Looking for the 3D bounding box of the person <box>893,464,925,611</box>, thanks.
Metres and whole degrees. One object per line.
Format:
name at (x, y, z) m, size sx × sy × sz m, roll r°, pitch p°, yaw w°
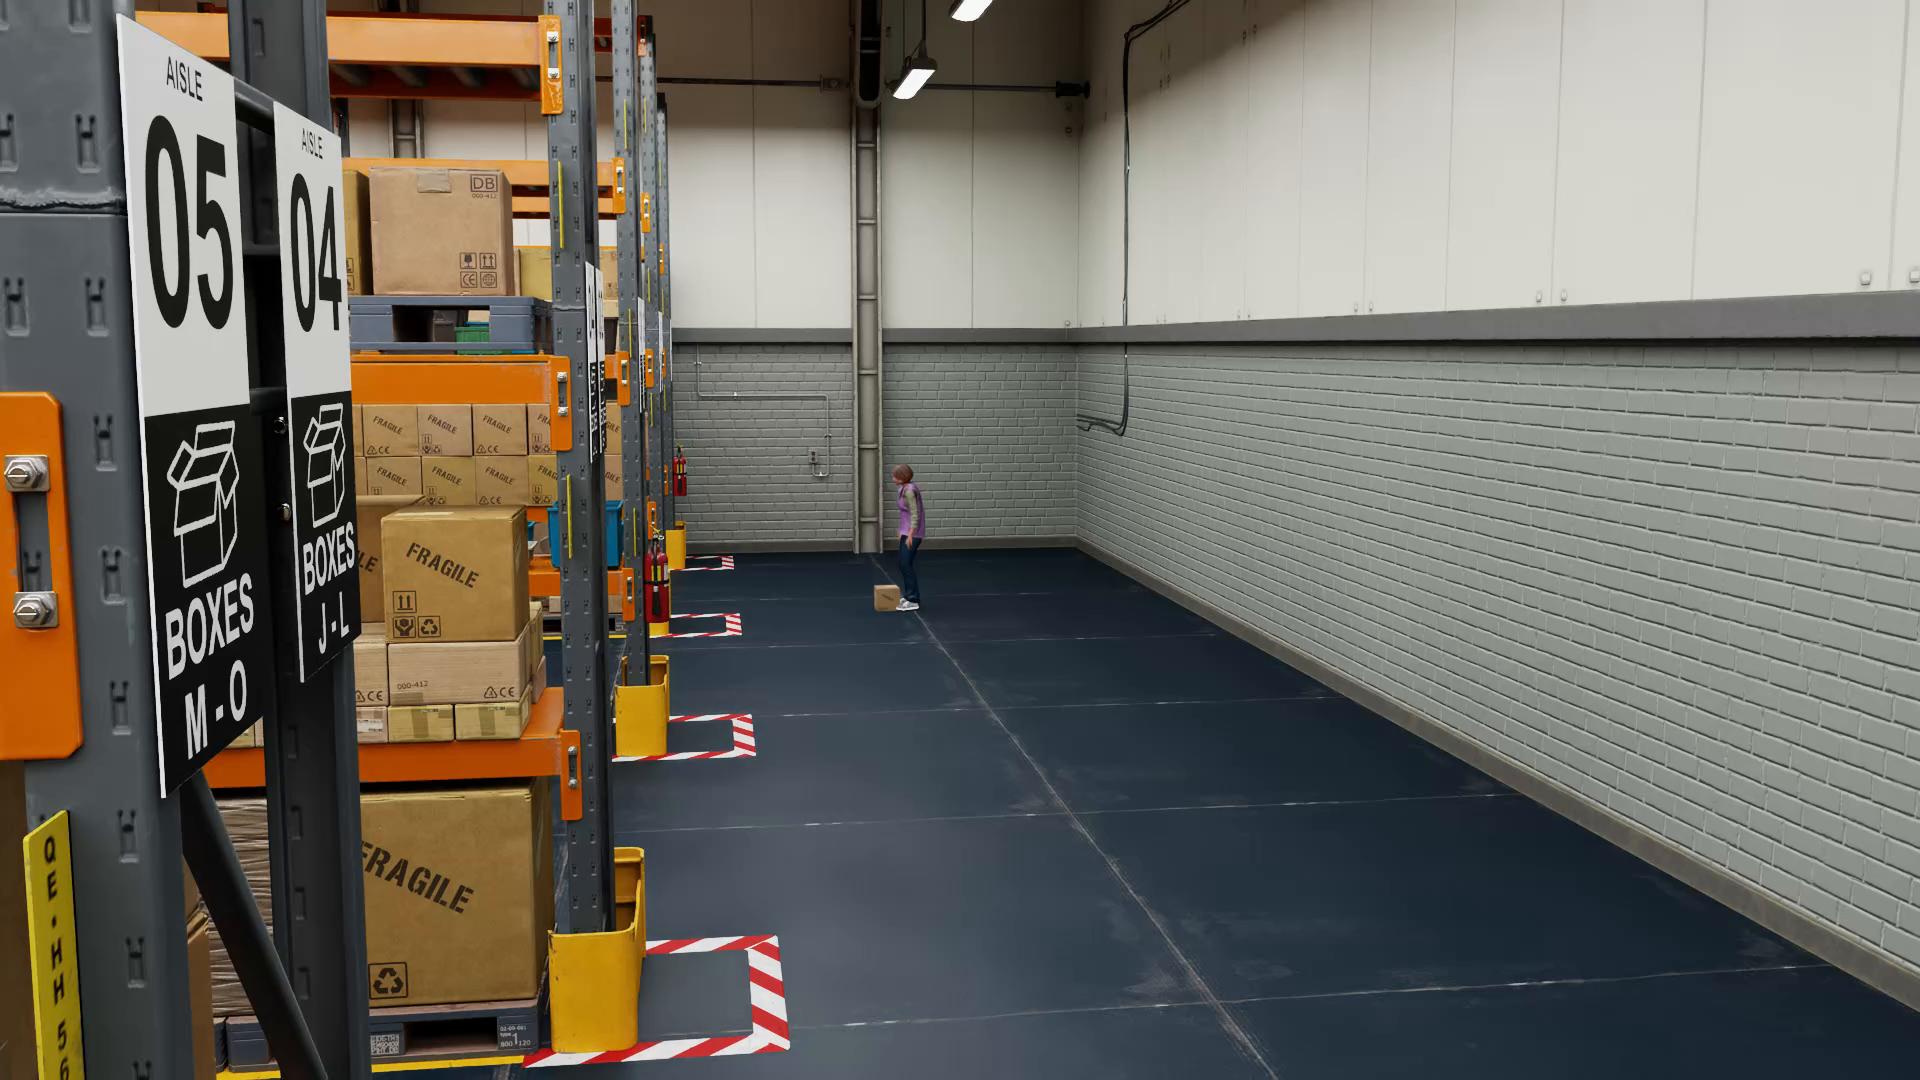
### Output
person at (-0.563, -0.037, 18.102) m, size 0.348 × 1.590 × 0.471 m, roll -1°, pitch 7°, yaw -11°
